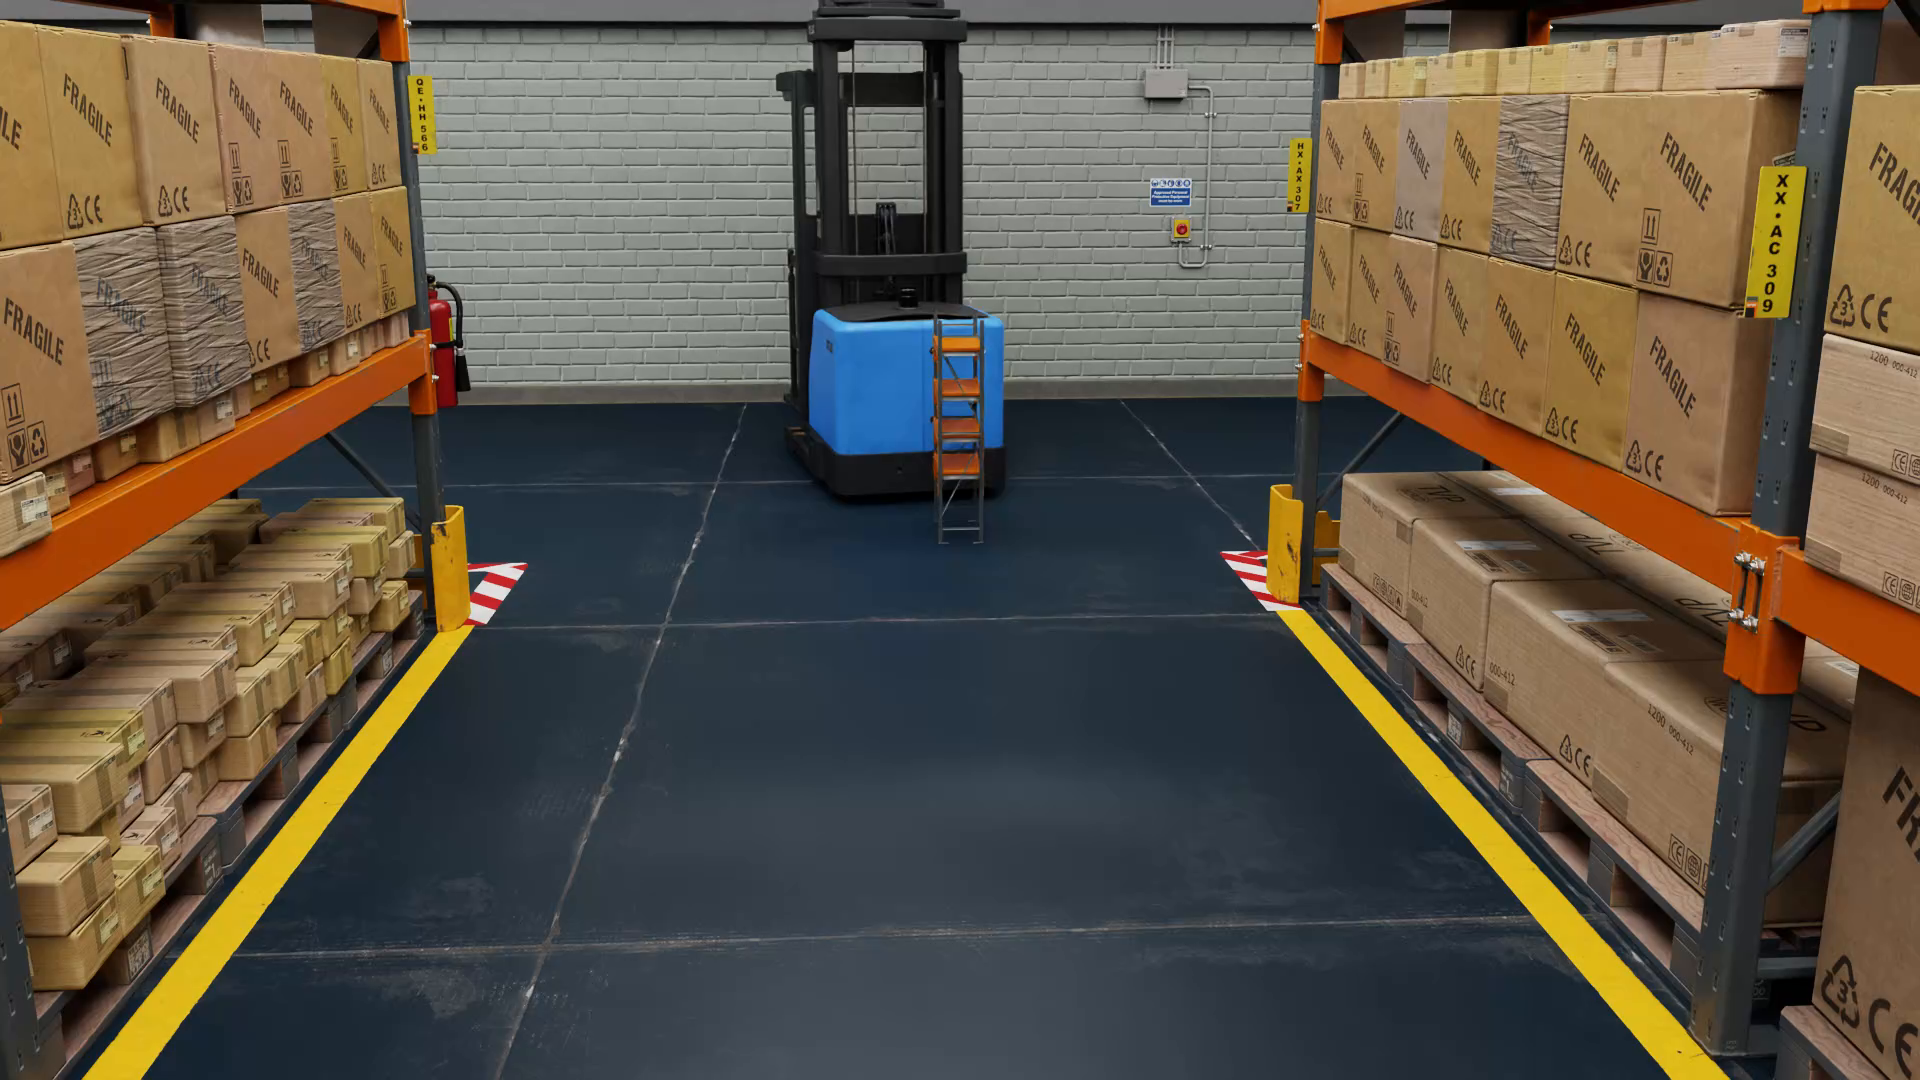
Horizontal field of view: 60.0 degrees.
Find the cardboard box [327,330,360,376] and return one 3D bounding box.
[{"bbox_3d":[-2.497,-0.708,6.264,0.380,0.149,0.250,0,14,-2],"label":"cardboard box"}]

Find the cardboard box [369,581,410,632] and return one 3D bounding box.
[{"bbox_3d":[-2.489,0.273,6.825,0.380,0.149,0.250,0,14,-2],"label":"cardboard box"}]

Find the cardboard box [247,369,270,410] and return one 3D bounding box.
[{"bbox_3d":[-2.520,-0.509,5.488,0.380,0.149,0.250,-1,14,-2],"label":"cardboard box"}]

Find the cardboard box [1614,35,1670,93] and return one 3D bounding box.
[{"bbox_3d":[2.051,-1.312,4.596,0.380,0.149,0.250,-1,14,-4],"label":"cardboard box"}]

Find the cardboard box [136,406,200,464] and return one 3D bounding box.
[{"bbox_3d":[-2.410,-0.314,4.730,0.380,0.149,0.250,-1,14,-2],"label":"cardboard box"}]

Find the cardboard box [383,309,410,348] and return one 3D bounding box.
[{"bbox_3d":[-2.544,-0.896,6.994,0.380,0.149,0.250,-1,14,-3],"label":"cardboard box"}]

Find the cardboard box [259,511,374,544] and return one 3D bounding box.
[{"bbox_3d":[-2.603,-0.014,6.747,0.380,0.149,0.250,-1,14,-2],"label":"cardboard box"}]

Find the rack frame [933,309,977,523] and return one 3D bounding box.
[{"bbox_3d":[-0.025,-0.683,9.273,0.240,1.200,0.015,-1,14,-3],"label":"rack frame"}]

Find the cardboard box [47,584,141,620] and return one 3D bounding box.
[{"bbox_3d":[-3.052,0.257,5.692,0.380,0.149,0.250,-1,14,-3],"label":"cardboard box"}]

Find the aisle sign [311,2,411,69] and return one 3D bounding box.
[{"bbox_3d":[-2.552,-2.376,7.025,0.394,0.787,0.004,-1,14,-3],"label":"aisle sign"}]

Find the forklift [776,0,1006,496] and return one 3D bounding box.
[{"bbox_3d":[-0.582,-2.003,10.929,1.130,2.935,3.031,-4,15,-14],"label":"forklift"}]

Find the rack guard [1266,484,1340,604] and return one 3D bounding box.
[{"bbox_3d":[2.086,0.009,7.990,1.175,0.500,0.348,-1,14,-3],"label":"rack guard"}]

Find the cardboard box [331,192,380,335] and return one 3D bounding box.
[{"bbox_3d":[-2.535,-1.051,6.294,0.500,0.500,0.500,-1,14,-4],"label":"cardboard box"}]

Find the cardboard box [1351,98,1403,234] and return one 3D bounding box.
[{"bbox_3d":[1.872,-1.477,6.538,0.500,0.500,0.500,-1,14,-5],"label":"cardboard box"}]

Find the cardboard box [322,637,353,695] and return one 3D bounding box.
[{"bbox_3d":[-2.452,0.464,6.084,0.380,0.149,0.250,-2,15,-6],"label":"cardboard box"}]

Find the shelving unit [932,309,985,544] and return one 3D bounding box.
[{"bbox_3d":[-0.010,-0.622,9.037,0.258,1.200,0.503,-1,14,-3],"label":"shelving unit"}]

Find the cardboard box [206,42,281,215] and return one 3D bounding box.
[{"bbox_3d":[-2.462,-1.275,5.156,0.500,0.500,0.500,-1,14,-5],"label":"cardboard box"}]

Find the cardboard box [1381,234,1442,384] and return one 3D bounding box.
[{"bbox_3d":[1.903,-0.869,6.182,0.500,0.500,0.500,-1,14,-4],"label":"cardboard box"}]

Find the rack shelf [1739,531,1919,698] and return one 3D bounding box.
[{"bbox_3d":[2.459,0.645,1.945,1.077,0.370,4.000,-1,14,-3],"label":"rack shelf"}]

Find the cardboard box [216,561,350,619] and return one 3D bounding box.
[{"bbox_3d":[-2.435,0.180,5.993,0.380,0.149,0.250,0,14,-1],"label":"cardboard box"}]

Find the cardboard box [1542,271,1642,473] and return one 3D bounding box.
[{"bbox_3d":[2.014,-0.489,4.706,0.500,0.500,0.500,-1,14,-5],"label":"cardboard box"}]

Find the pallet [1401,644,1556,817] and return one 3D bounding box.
[{"bbox_3d":[2.288,0.655,6.058,1.003,0.211,1.213,-1,14,-3],"label":"pallet"}]

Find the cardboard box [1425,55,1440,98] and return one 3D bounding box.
[{"bbox_3d":[1.925,-1.690,6.066,0.380,0.149,0.250,-1,14,-3],"label":"cardboard box"}]

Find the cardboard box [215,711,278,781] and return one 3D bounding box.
[{"bbox_3d":[-2.422,0.660,5.320,0.380,0.149,0.250,-1,14,-5],"label":"cardboard box"}]

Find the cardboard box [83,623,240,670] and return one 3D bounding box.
[{"bbox_3d":[-2.509,0.373,5.240,0.380,0.149,0.250,-1,15,-6],"label":"cardboard box"}]

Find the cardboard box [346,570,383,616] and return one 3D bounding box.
[{"bbox_3d":[-2.495,0.195,6.531,0.380,0.149,0.250,-1,15,-6],"label":"cardboard box"}]

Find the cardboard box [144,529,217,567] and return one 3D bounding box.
[{"bbox_3d":[-3.128,0.062,6.452,0.380,0.149,0.250,-1,14,-4],"label":"cardboard box"}]

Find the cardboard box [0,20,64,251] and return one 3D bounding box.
[{"bbox_3d":[-2.384,-0.892,3.671,0.500,0.500,0.500,-1,14,-2],"label":"cardboard box"}]

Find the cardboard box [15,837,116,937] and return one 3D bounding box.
[{"bbox_3d":[-2.302,0.838,4.030,0.380,0.149,0.250,0,14,-1],"label":"cardboard box"}]

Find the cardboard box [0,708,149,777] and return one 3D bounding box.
[{"bbox_3d":[-2.436,0.569,4.480,0.380,0.149,0.250,-1,14,-4],"label":"cardboard box"}]

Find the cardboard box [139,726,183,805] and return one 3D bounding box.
[{"bbox_3d":[-2.472,0.650,4.763,0.380,0.149,0.250,-2,15,-6],"label":"cardboard box"}]

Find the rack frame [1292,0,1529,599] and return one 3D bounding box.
[{"bbox_3d":[2.088,-1.196,7.655,1.000,3.000,0.127,-1,14,-3],"label":"rack frame"}]

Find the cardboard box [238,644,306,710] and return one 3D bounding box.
[{"bbox_3d":[-2.408,0.455,5.518,0.380,0.149,0.250,-1,14,-3],"label":"cardboard box"}]

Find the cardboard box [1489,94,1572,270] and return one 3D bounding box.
[{"bbox_3d":[1.966,-1.100,5.074,0.500,0.500,0.500,-1,14,-3],"label":"cardboard box"}]

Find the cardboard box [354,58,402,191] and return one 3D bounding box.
[{"bbox_3d":[-2.570,-1.661,6.659,0.500,0.500,0.500,-1,14,-5],"label":"cardboard box"}]

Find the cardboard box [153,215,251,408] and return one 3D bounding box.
[{"bbox_3d":[-2.411,-0.668,4.805,0.500,0.500,0.500,-1,14,-5],"label":"cardboard box"}]

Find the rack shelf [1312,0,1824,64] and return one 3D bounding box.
[{"bbox_3d":[2.212,-1.803,5.438,1.077,0.370,4.000,-1,14,-3],"label":"rack shelf"}]

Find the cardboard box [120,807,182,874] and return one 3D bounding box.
[{"bbox_3d":[-2.384,0.855,4.563,0.380,0.149,0.250,-1,14,-4],"label":"cardboard box"}]

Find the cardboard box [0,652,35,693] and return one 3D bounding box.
[{"bbox_3d":[-3.006,0.449,4.948,0.380,0.149,0.250,-2,15,-6],"label":"cardboard box"}]

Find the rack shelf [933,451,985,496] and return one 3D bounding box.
[{"bbox_3d":[-0.010,-0.365,9.103,0.258,0.148,0.480,-1,14,-3],"label":"rack shelf"}]

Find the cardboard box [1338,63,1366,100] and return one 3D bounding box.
[{"bbox_3d":[1.833,-1.950,7.078,0.380,0.149,0.250,-1,14,-2],"label":"cardboard box"}]

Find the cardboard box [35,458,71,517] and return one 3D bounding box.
[{"bbox_3d":[-2.380,-0.117,3.964,0.380,0.149,0.250,0,14,-2],"label":"cardboard box"}]

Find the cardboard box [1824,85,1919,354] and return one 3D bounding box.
[{"bbox_3d":[2.076,-0.620,3.209,0.500,0.500,0.500,-1,14,-3],"label":"cardboard box"}]

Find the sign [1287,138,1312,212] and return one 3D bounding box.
[{"bbox_3d":[1.533,-1.647,7.510,0.100,0.325,0.005,-1,14,-3],"label":"sign"}]

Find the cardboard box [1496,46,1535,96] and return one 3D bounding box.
[{"bbox_3d":[1.952,-1.500,5.326,0.380,0.149,0.250,-1,14,-3],"label":"cardboard box"}]

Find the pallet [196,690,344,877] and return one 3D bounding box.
[{"bbox_3d":[-2.754,0.780,5.571,1.003,0.211,1.213,-1,14,-3],"label":"pallet"}]

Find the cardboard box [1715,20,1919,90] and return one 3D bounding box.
[{"bbox_3d":[1.999,-1.120,3.850,0.380,0.149,0.250,-1,14,-5],"label":"cardboard box"}]

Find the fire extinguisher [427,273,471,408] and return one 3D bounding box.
[{"bbox_3d":[-2.402,-0.946,7.588,0.296,0.674,0.183,-1,14,-3],"label":"fire extinguisher"}]

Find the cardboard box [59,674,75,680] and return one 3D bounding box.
[{"bbox_3d":[-2.948,0.533,5.218,0.380,0.149,0.250,-2,15,-6],"label":"cardboard box"}]

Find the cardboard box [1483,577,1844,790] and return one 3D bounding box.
[{"bbox_3d":[2.348,0.456,5.534,0.875,0.438,0.875,-1,14,-5],"label":"cardboard box"}]
